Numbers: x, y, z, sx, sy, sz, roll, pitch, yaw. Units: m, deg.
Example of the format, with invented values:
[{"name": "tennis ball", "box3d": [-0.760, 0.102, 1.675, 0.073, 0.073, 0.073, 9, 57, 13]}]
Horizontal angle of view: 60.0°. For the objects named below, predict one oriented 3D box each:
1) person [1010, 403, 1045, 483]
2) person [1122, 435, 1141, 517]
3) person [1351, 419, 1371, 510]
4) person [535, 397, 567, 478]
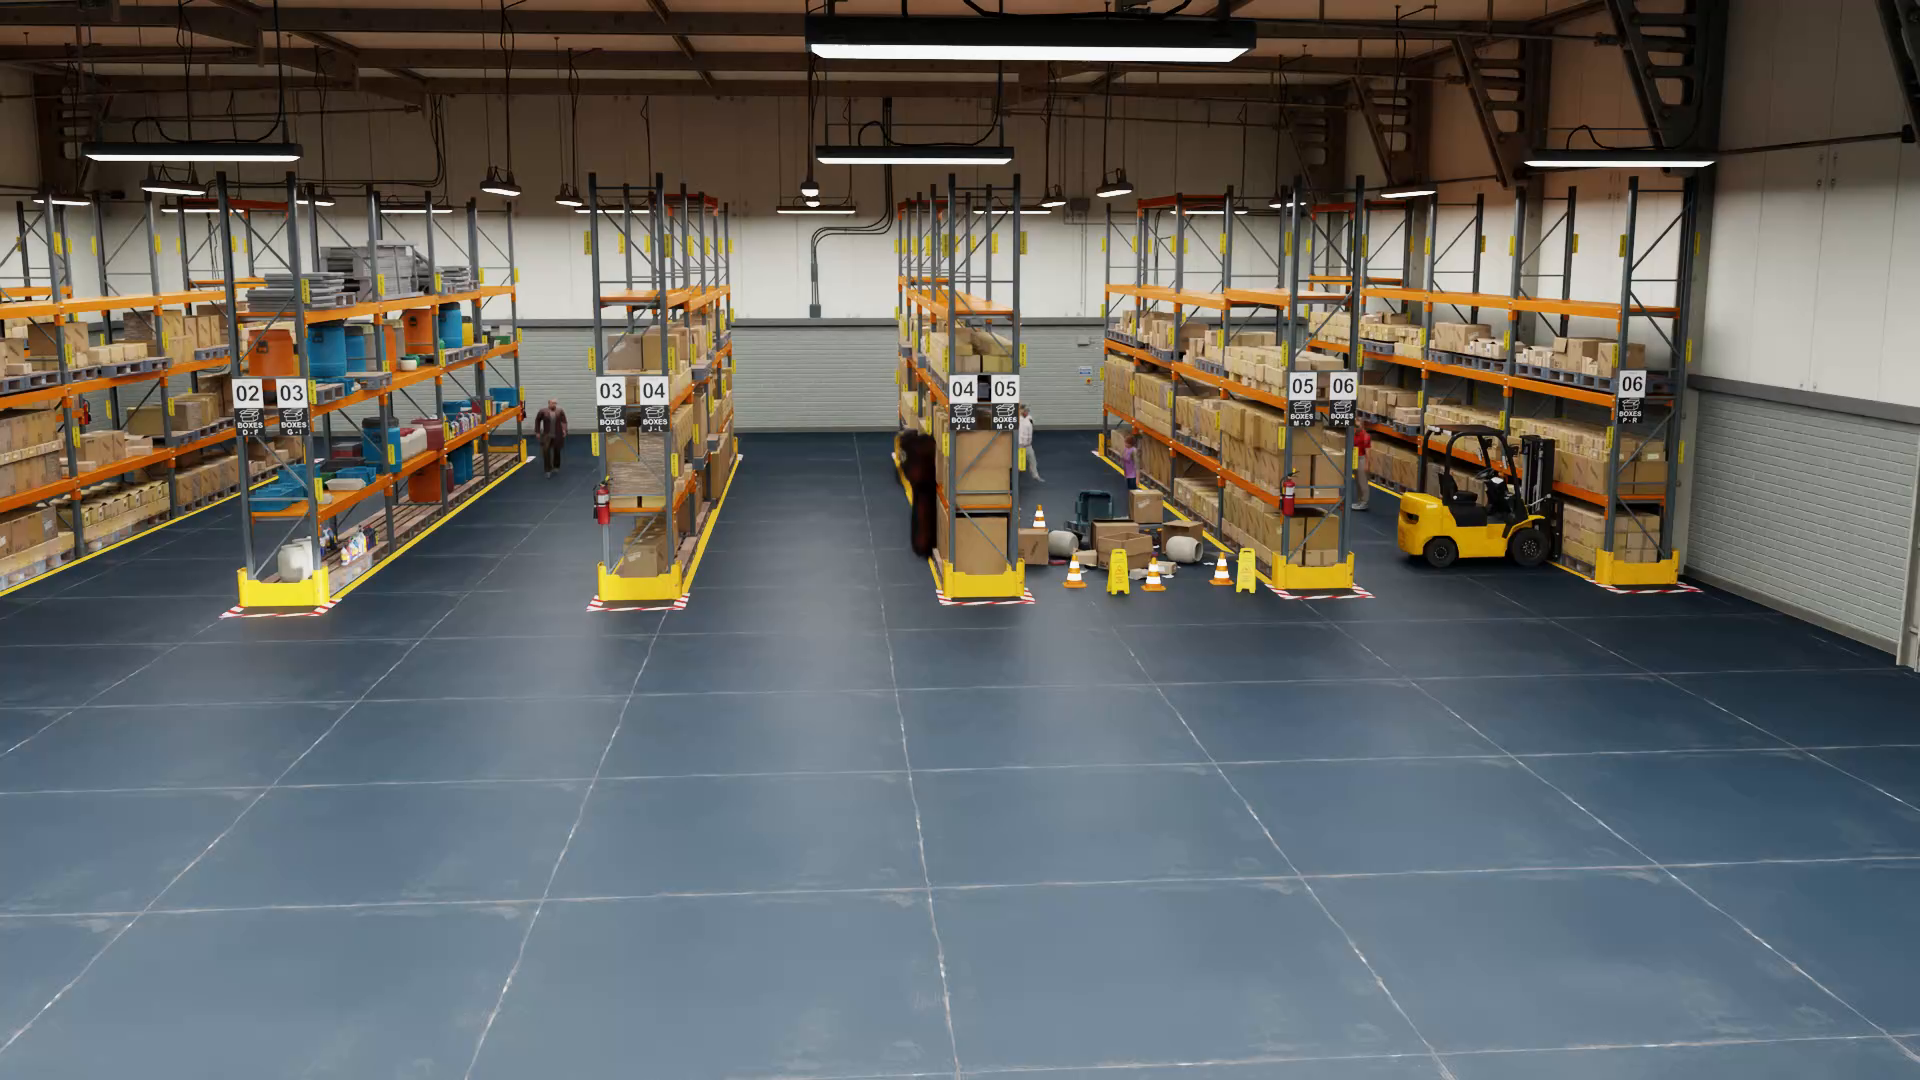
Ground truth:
[{"name": "person", "box3d": [1.375, -2.059, 35.335, 1.010, 1.698, 0.613, 9, 13, 40]}, {"name": "person", "box3d": [3.144, -1.145, 30.584, 0.353, 1.598, 0.464, 0, 10, -3]}, {"name": "person", "box3d": [7.704, -1.459, 31.996, 0.376, 1.734, 0.567, 1, 10, 3]}, {"name": "person", "box3d": [-9.016, -2.252, 36.701, 0.739, 1.808, 0.936, -1, 10, -4]}]
